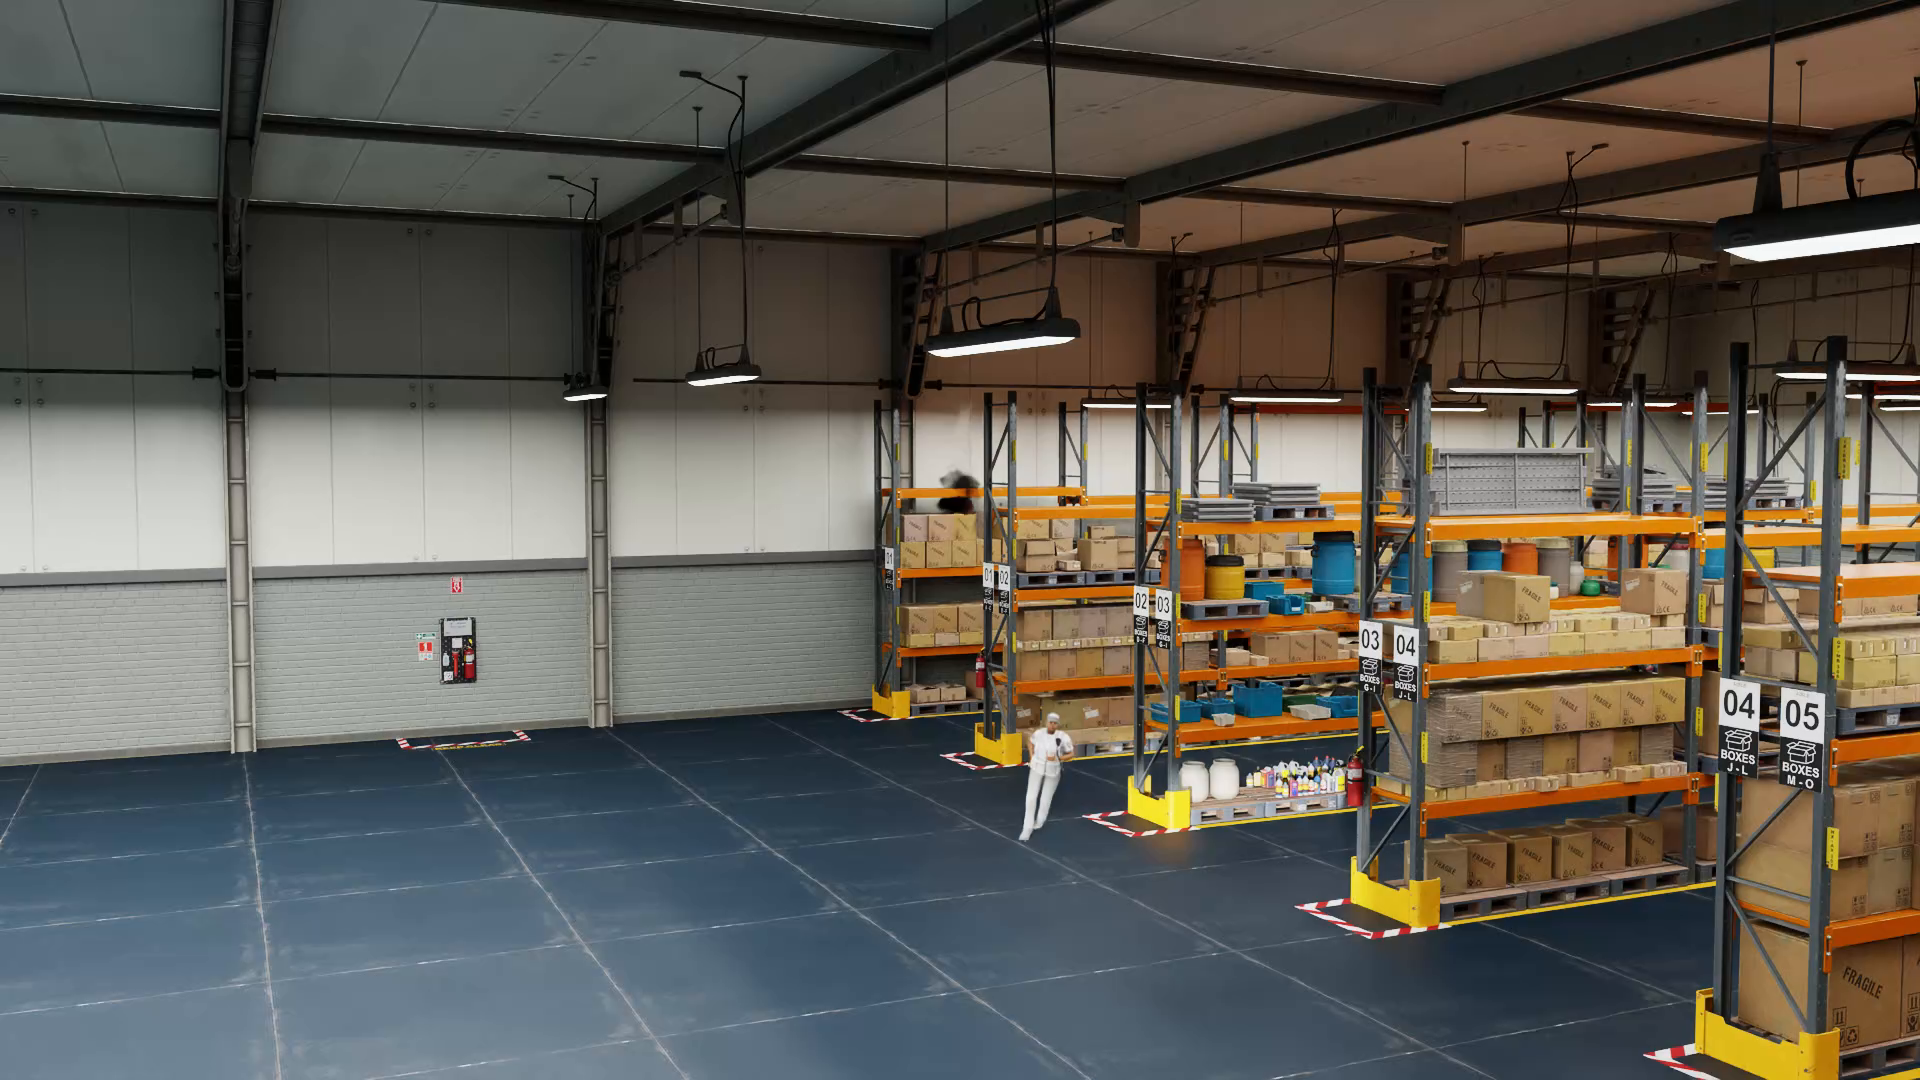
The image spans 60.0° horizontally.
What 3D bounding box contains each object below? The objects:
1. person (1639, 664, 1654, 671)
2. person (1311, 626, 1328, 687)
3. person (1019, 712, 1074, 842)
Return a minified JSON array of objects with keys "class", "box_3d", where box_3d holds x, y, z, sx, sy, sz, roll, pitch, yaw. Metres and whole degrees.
[{"class":"person","box_3d":[12.744,2.530,30.350,0.715,1.754,0.677,-2,4,-36]},{"class":"person","box_3d":[6.880,2.456,31.717,0.905,1.669,0.616,-2,4,-30]},{"class":"person","box_3d":[1.158,3.079,21.901,0.691,1.662,0.838,0,3,8]}]
